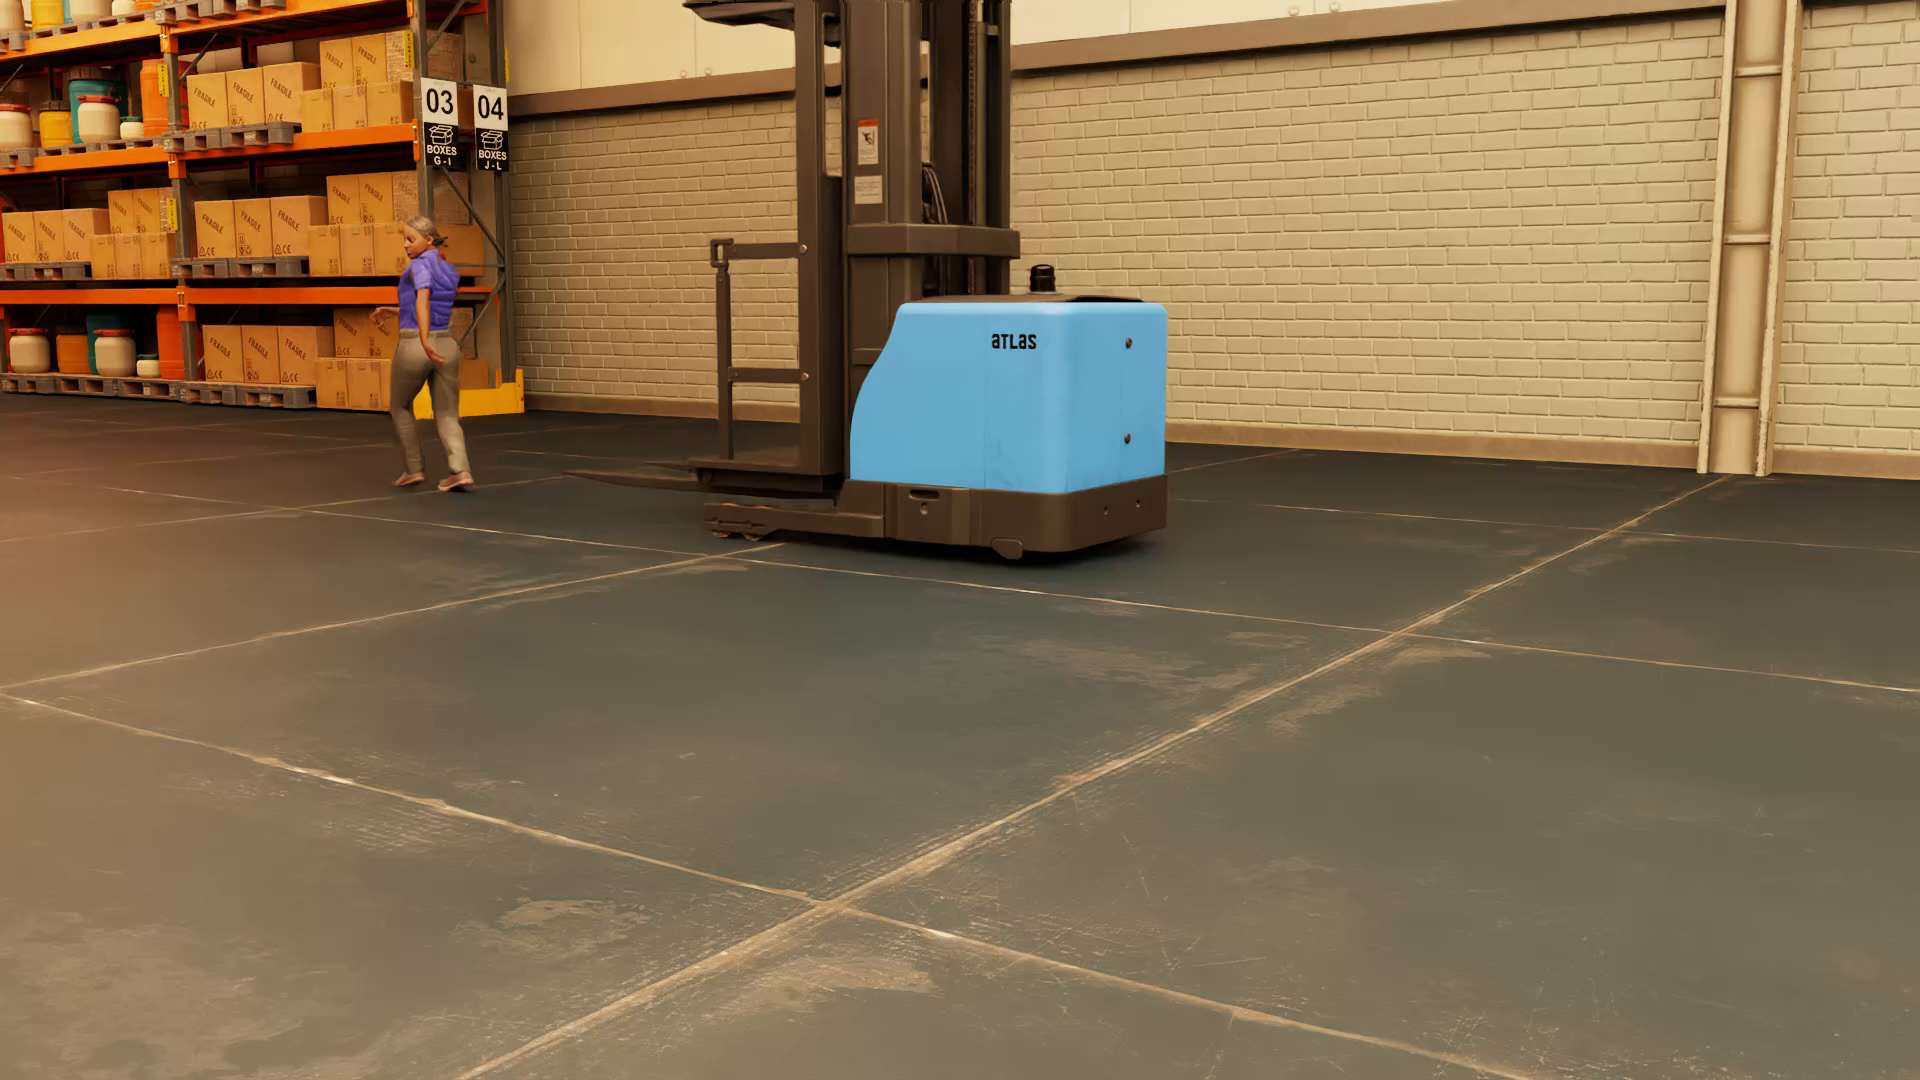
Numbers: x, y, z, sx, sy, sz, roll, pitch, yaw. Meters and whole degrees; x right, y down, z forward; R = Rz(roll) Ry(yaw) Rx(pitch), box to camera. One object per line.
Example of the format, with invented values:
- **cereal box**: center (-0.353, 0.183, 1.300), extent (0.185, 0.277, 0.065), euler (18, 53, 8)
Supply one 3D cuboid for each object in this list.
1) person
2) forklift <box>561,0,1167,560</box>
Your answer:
- **person**: center (-3.087, -1.064, 9.629), extent (0.904, 1.608, 0.470), euler (7, 11, 43)
- **forklift**: center (-0.581, -1.501, 7.747), extent (3.031, 2.935, 1.130), euler (5, 10, 33)
